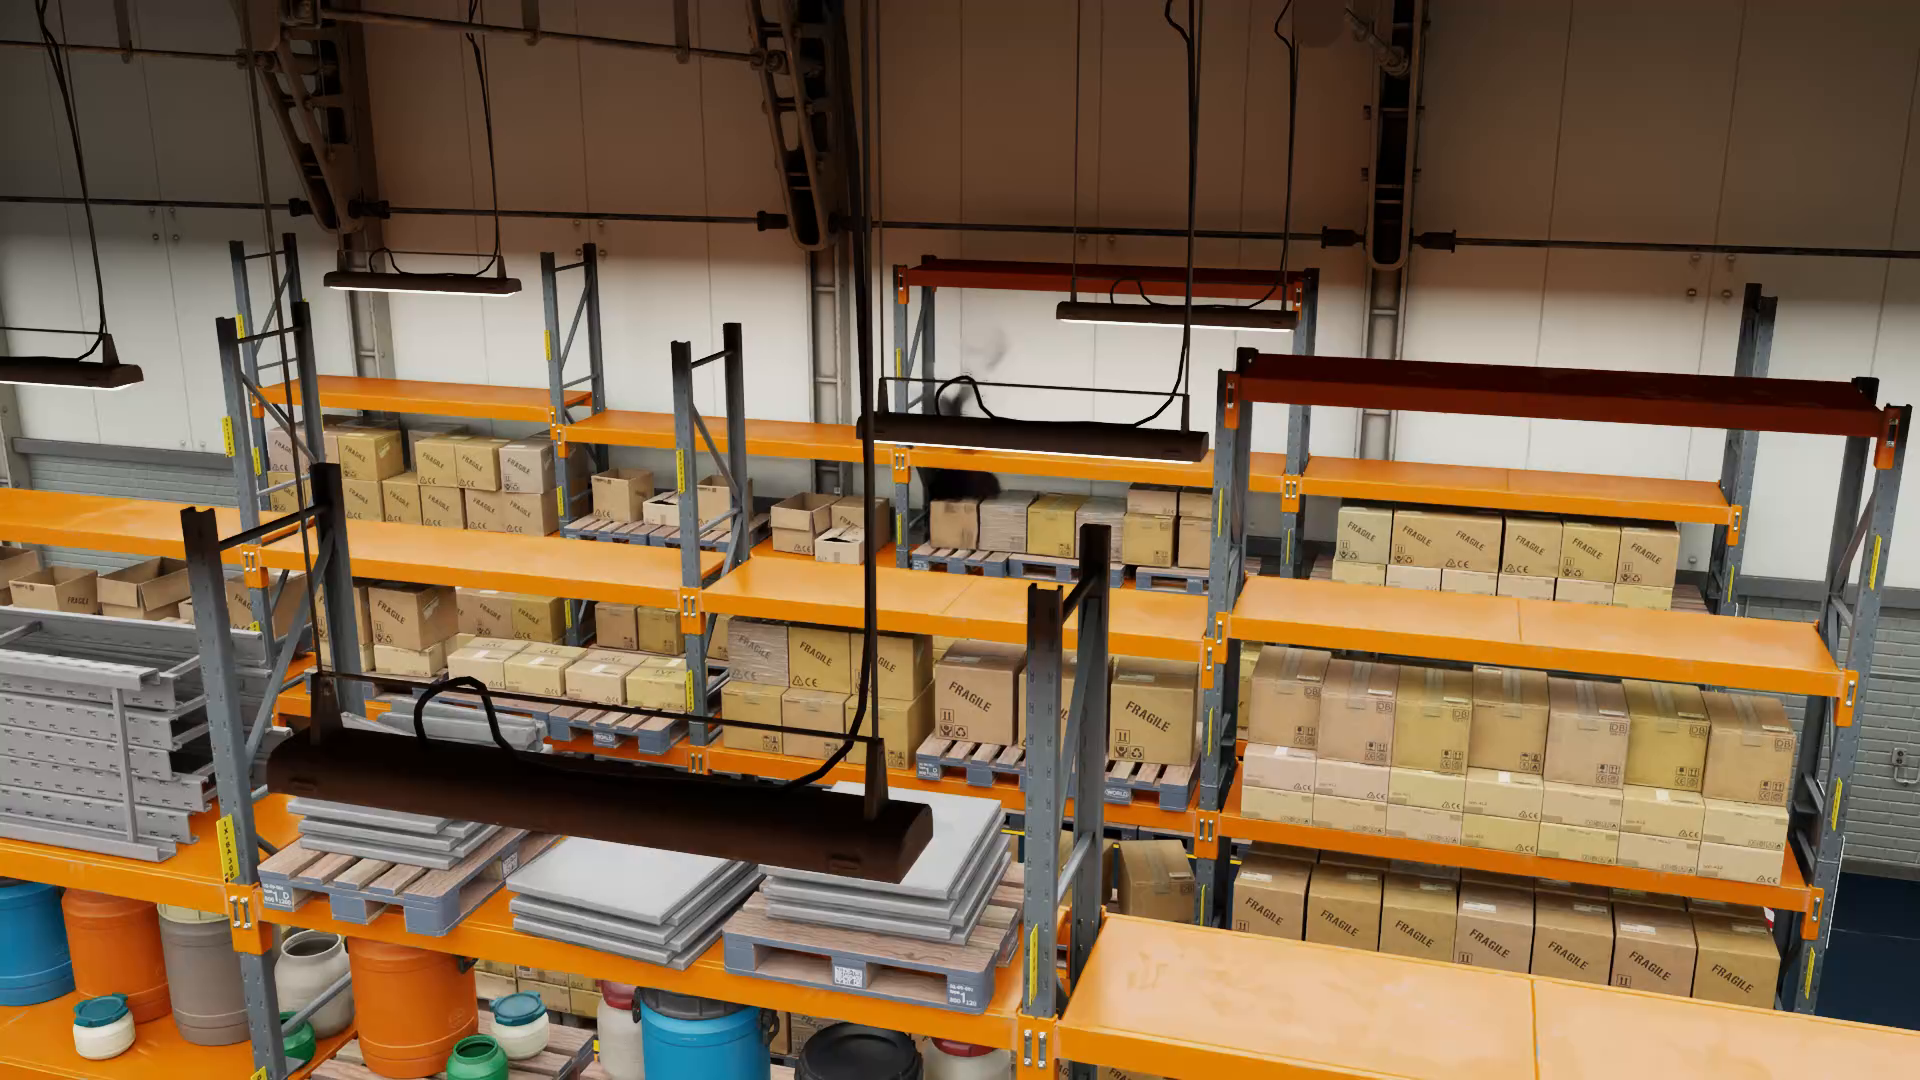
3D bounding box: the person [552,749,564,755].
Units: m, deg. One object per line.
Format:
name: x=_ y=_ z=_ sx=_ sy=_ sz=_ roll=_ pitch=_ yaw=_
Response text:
person: x=-4.303 y=2.486 z=16.819 sx=0.897 sy=1.817 sz=0.671 roll=1 pitch=16 yaw=3
